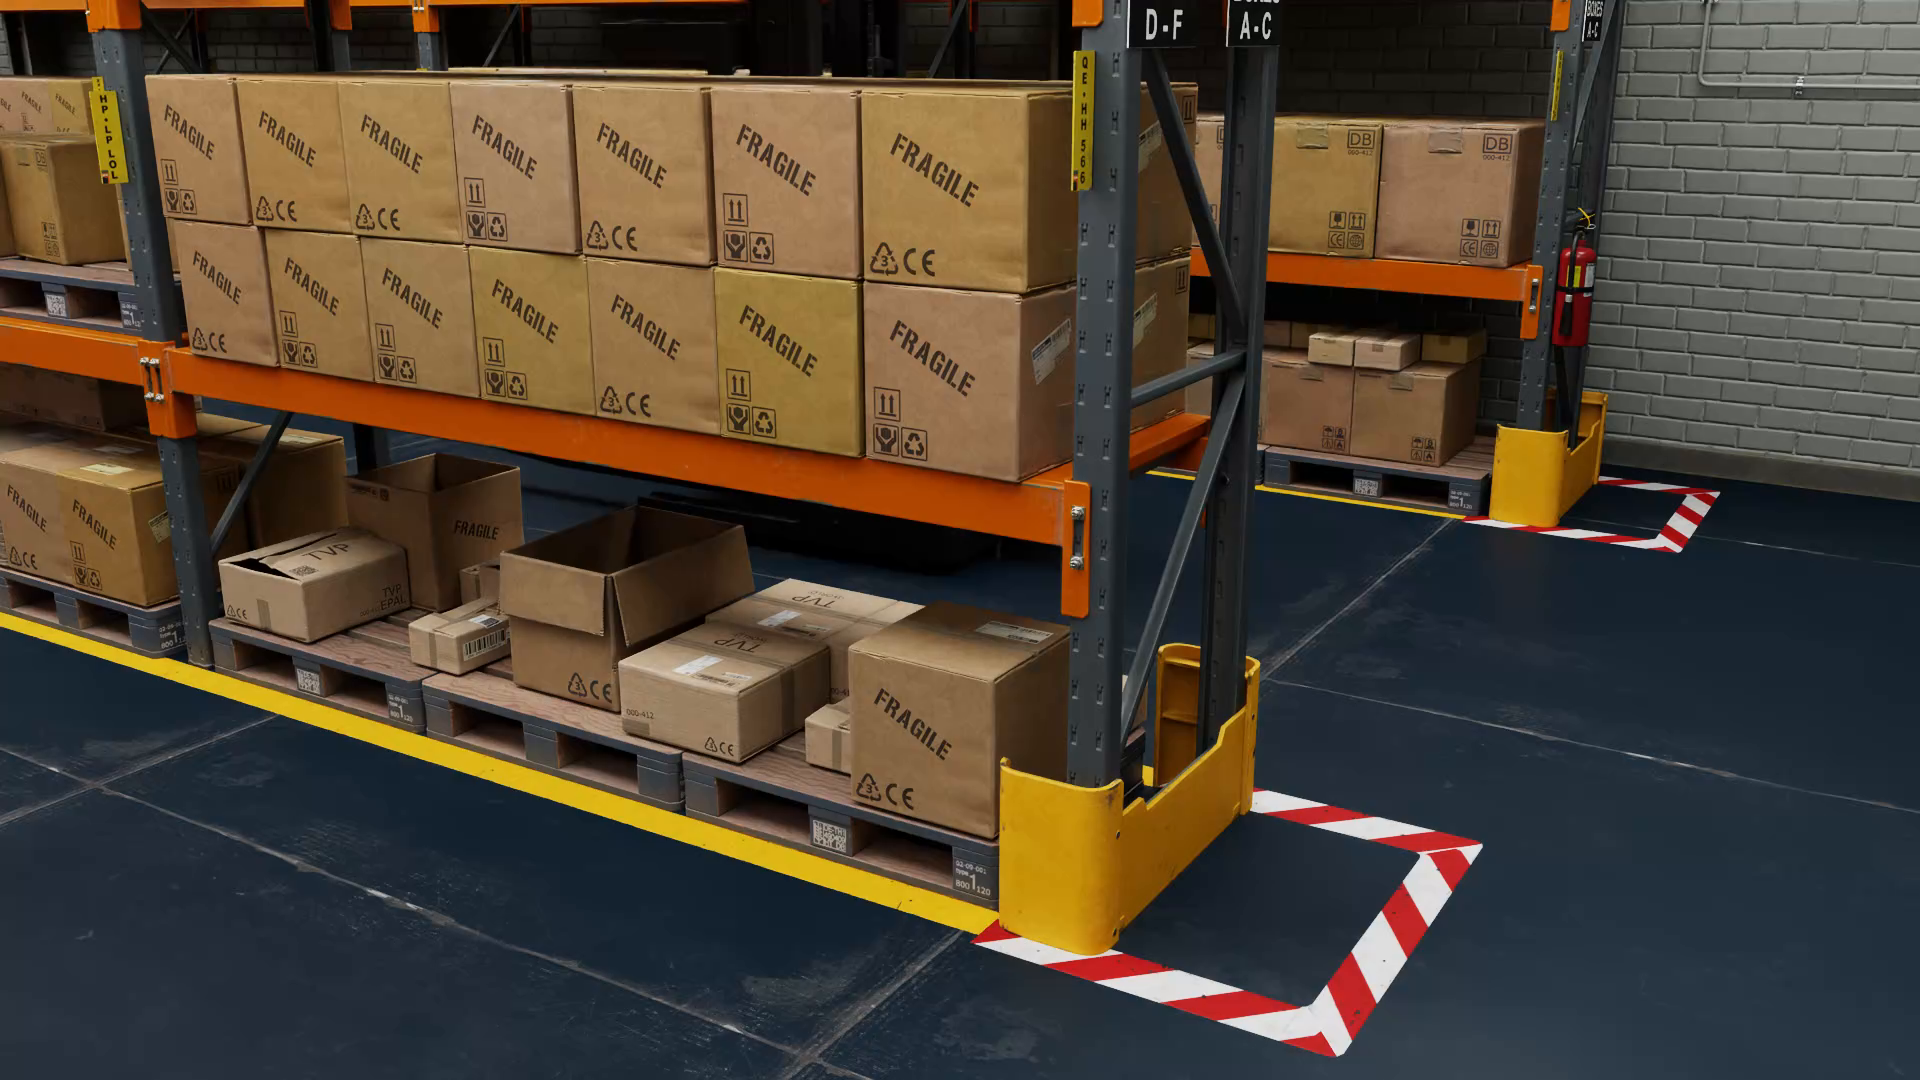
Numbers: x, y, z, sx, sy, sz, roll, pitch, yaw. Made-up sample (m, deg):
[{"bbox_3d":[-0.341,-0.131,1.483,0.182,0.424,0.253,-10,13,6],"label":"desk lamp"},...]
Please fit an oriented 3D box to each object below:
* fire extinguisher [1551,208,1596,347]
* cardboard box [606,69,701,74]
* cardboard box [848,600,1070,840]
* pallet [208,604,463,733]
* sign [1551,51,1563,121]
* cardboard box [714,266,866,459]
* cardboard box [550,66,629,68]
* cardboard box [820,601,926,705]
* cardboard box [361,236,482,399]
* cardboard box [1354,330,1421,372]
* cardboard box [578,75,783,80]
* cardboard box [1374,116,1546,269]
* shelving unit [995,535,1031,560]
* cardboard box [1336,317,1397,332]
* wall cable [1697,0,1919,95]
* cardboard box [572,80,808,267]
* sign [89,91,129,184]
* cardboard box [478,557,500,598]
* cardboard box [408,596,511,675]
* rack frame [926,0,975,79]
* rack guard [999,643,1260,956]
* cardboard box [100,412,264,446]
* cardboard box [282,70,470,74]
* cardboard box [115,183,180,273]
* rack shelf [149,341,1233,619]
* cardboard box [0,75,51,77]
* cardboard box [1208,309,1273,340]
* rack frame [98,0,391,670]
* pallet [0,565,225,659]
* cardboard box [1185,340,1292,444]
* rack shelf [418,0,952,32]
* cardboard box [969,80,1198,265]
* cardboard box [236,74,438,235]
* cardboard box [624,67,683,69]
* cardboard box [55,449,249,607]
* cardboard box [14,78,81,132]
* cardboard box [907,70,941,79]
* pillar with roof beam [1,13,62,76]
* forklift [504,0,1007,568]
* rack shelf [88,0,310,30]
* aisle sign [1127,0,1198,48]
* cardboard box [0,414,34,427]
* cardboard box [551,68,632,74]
[{"bbox_3d":[3.080,-1.313,8.316,0.183,0.674,0.296,10,20,30],"label":"fire extinguisher"},{"bbox_3d":[-2.047,-3.075,11.335,0.500,0.250,0.500,10,19,29],"label":"cardboard box"},{"bbox_3d":[0.012,0.526,5.032,0.500,0.500,0.500,10,20,30],"label":"cardboard box"},{"bbox_3d":[-2.220,0.393,6.725,1.213,0.211,1.003,10,20,30],"label":"pallet"},{"bbox_3d":[2.897,-2.200,8.064,0.005,0.325,0.100,10,20,30],"label":"sign"},{"bbox_3d":[-0.364,-0.564,4.906,0.500,0.500,0.500,10,20,31],"label":"cardboard box"},{"bbox_3d":[-2.662,-3.356,12.261,0.500,0.250,0.500,9,19,28],"label":"cardboard box"},{"bbox_3d":[-0.137,0.438,5.751,0.500,0.250,0.500,10,20,30],"label":"cardboard box"},{"bbox_3d":[-1.650,-0.795,5.666,0.500,0.500,0.500,10,20,30],"label":"cardboard box"},{"bbox_3d":[2.340,-1.037,9.095,0.250,0.149,0.380,10,19,29],"label":"cardboard box"},{"bbox_3d":[-0.943,-1.329,5.703,0.500,0.500,0.500,10,20,30],"label":"cardboard box"},{"bbox_3d":[2.753,-1.884,8.906,0.700,0.700,0.980,11,20,33],"label":"cardboard box"},{"bbox_3d":[0.486,-0.924,7.810,0.503,2.100,0.431,9,19,28],"label":"shelving unit"},{"bbox_3d":[2.323,-1.170,9.533,0.250,0.149,0.380,10,20,30],"label":"cardboard box"},{"bbox_3d":[4.779,-2.191,8.685,1.851,1.984,0.084,10,20,30],"label":"wall cable"},{"bbox_3d":[-0.794,-1.118,5.008,0.500,0.500,0.500,11,20,32],"label":"cardboard box"},{"bbox_3d":[-3.092,-1.462,6.042,0.005,0.325,0.100,10,20,30],"label":"sign"},{"bbox_3d":[-1.532,0.160,6.562,0.500,0.311,0.500,10,20,30],"label":"cardboard box"},{"bbox_3d":[-1.818,0.345,6.201,0.250,0.166,0.380,10,20,30],"label":"cardboard box"},{"bbox_3d":[-0.215,-2.274,10.705,0.127,3.000,1.000,10,20,30],"label":"rack frame"},{"bbox_3d":[0.539,0.747,5.063,0.348,0.500,1.175,10,20,30],"label":"rack guard"},{"bbox_3d":[-3.550,-0.273,7.663,0.500,0.500,0.500,10,20,31],"label":"cardboard box"},{"bbox_3d":[-2.238,-1.560,6.462,0.500,0.500,0.500,10,20,30],"label":"cardboard box"},{"bbox_3d":[-3.091,-1.422,7.008,0.500,0.500,0.700,4,17,12],"label":"cardboard box"},{"bbox_3d":[-1.100,-0.398,5.768,4.000,0.370,1.077,10,20,30],"label":"rack shelf"},{"bbox_3d":[-9.061,-4.220,16.046,0.500,0.500,0.500,10,19,29],"label":"cardboard box"},{"bbox_3d":[1.674,-1.285,9.913,0.250,0.149,0.380,10,20,31],"label":"cardboard box"},{"bbox_3d":[-2.805,-1.046,6.664,0.127,3.000,1.000,10,20,30],"label":"rack frame"},{"bbox_3d":[-3.517,0.174,7.446,1.213,0.211,1.003,10,20,30],"label":"pallet"},{"bbox_3d":[1.689,-0.904,9.775,0.500,0.500,0.700,9,19,28],"label":"cardboard box"},{"bbox_3d":[-1.920,-3.669,11.375,4.000,0.370,1.077,10,20,30],"label":"rack shelf"},{"bbox_3d":[0.364,-1.097,4.939,0.500,0.500,0.500,11,20,32],"label":"cardboard box"},{"bbox_3d":[-2.110,-1.353,5.781,0.500,0.500,0.500,9,19,28],"label":"cardboard box"},{"bbox_3d":[-2.227,-3.277,12.001,0.500,0.250,0.500,10,19,29],"label":"cardboard box"},{"bbox_3d":[-3.375,-0.065,6.977,0.500,0.500,0.500,10,20,30],"label":"cardboard box"},{"bbox_3d":[-8.025,-3.857,14.851,0.500,0.500,0.500,10,20,30],"label":"cardboard box"},{"bbox_3d":[-0.471,-2.967,10.978,0.500,0.250,0.500,11,20,32],"label":"cardboard box"},{"bbox_3d":[-11.645,-6.011,12.687,0.400,9.000,9.100,10,20,30],"label":"pillar with roof beam"},{"bbox_3d":[-1.078,-1.565,8.492,3.031,2.935,1.130,9,19,28],"label":"forklift"},{"bbox_3d":[-4.509,-2.441,7.335,4.000,0.370,1.077,10,20,30],"label":"rack shelf"},{"bbox_3d":[0.502,-1.595,4.000,0.004,0.787,0.394,10,20,30],"label":"aisle sign"},{"bbox_3d":[-4.654,-0.295,7.736,0.500,0.500,0.500,9,19,28],"label":"cardboard box"},{"bbox_3d":[-2.485,-3.151,11.585,0.500,0.250,0.500,10,20,30],"label":"cardboard box"}]
